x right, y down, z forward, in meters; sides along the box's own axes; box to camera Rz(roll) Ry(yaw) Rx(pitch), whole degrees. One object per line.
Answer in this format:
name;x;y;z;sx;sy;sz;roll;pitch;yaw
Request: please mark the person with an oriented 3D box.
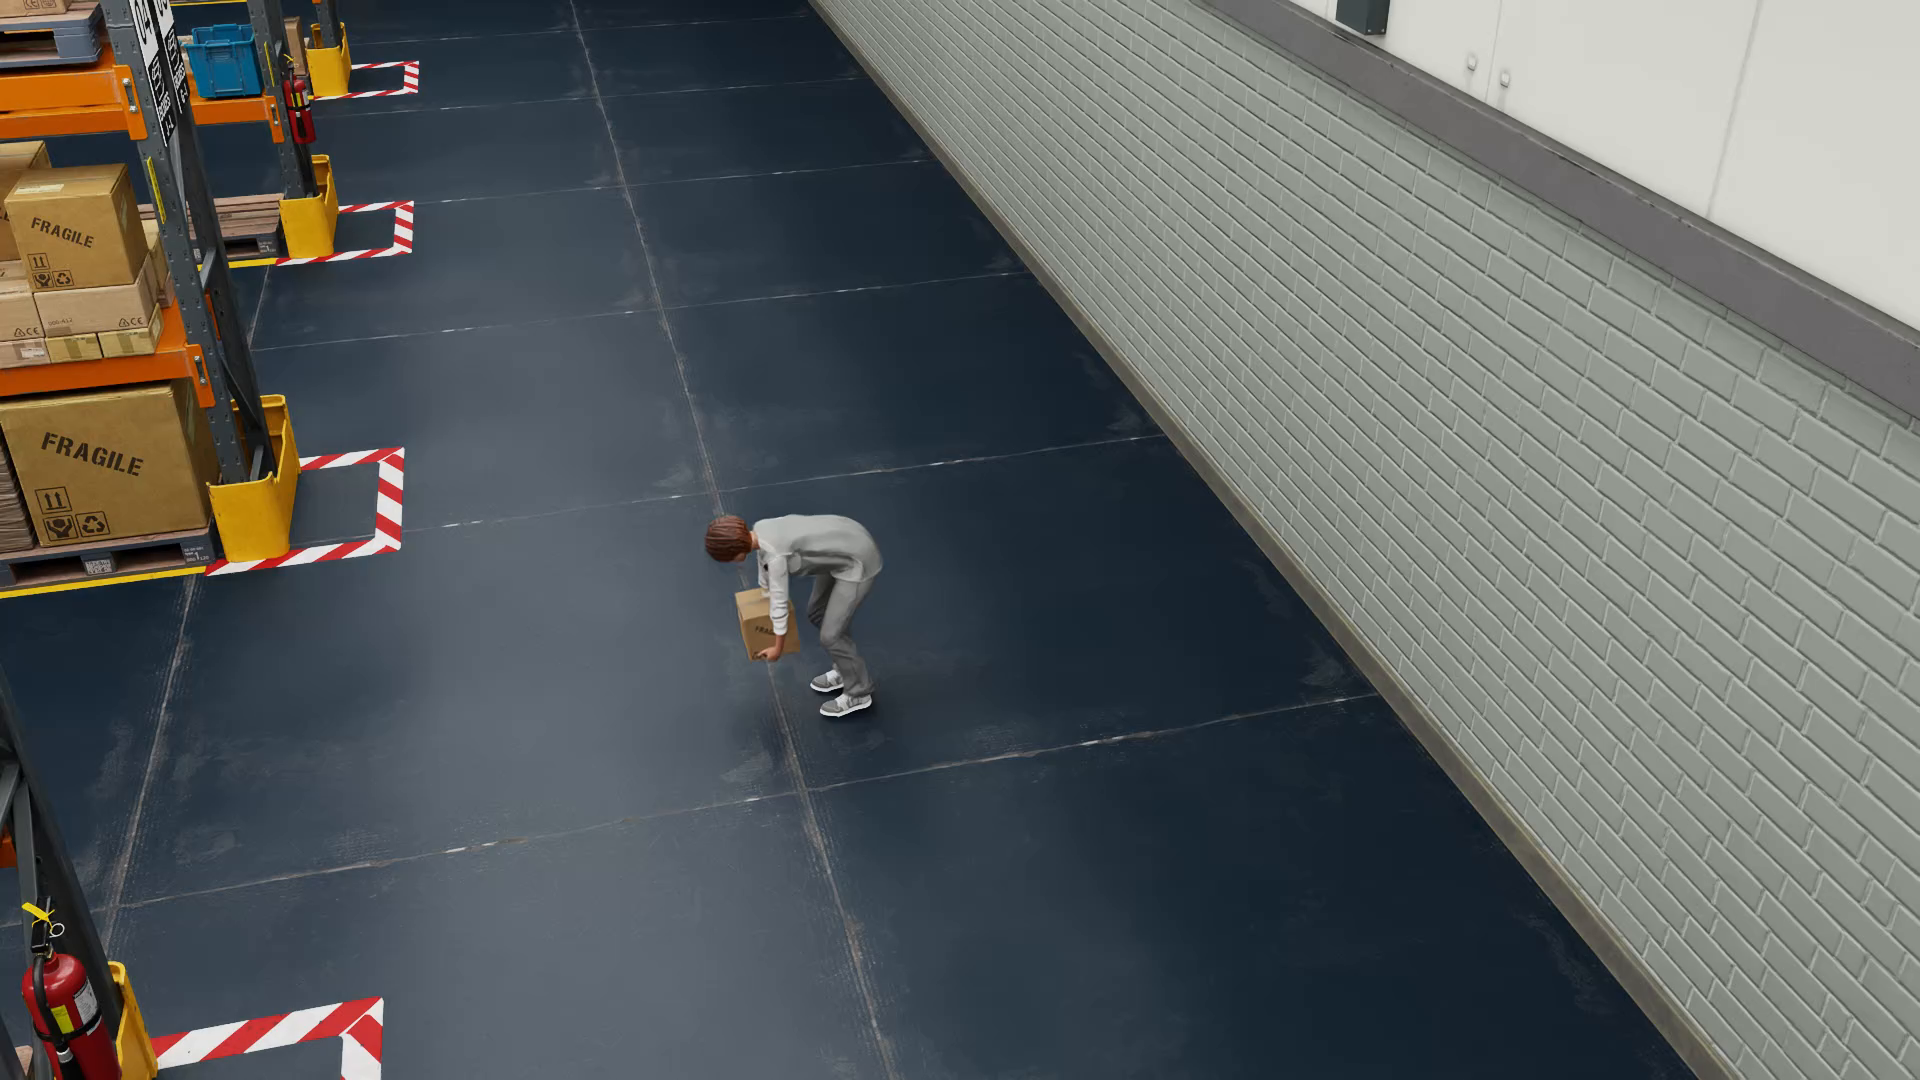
person;-0.791;0.344;8.114;0.848;1.136;0.385;-9;32;-15
